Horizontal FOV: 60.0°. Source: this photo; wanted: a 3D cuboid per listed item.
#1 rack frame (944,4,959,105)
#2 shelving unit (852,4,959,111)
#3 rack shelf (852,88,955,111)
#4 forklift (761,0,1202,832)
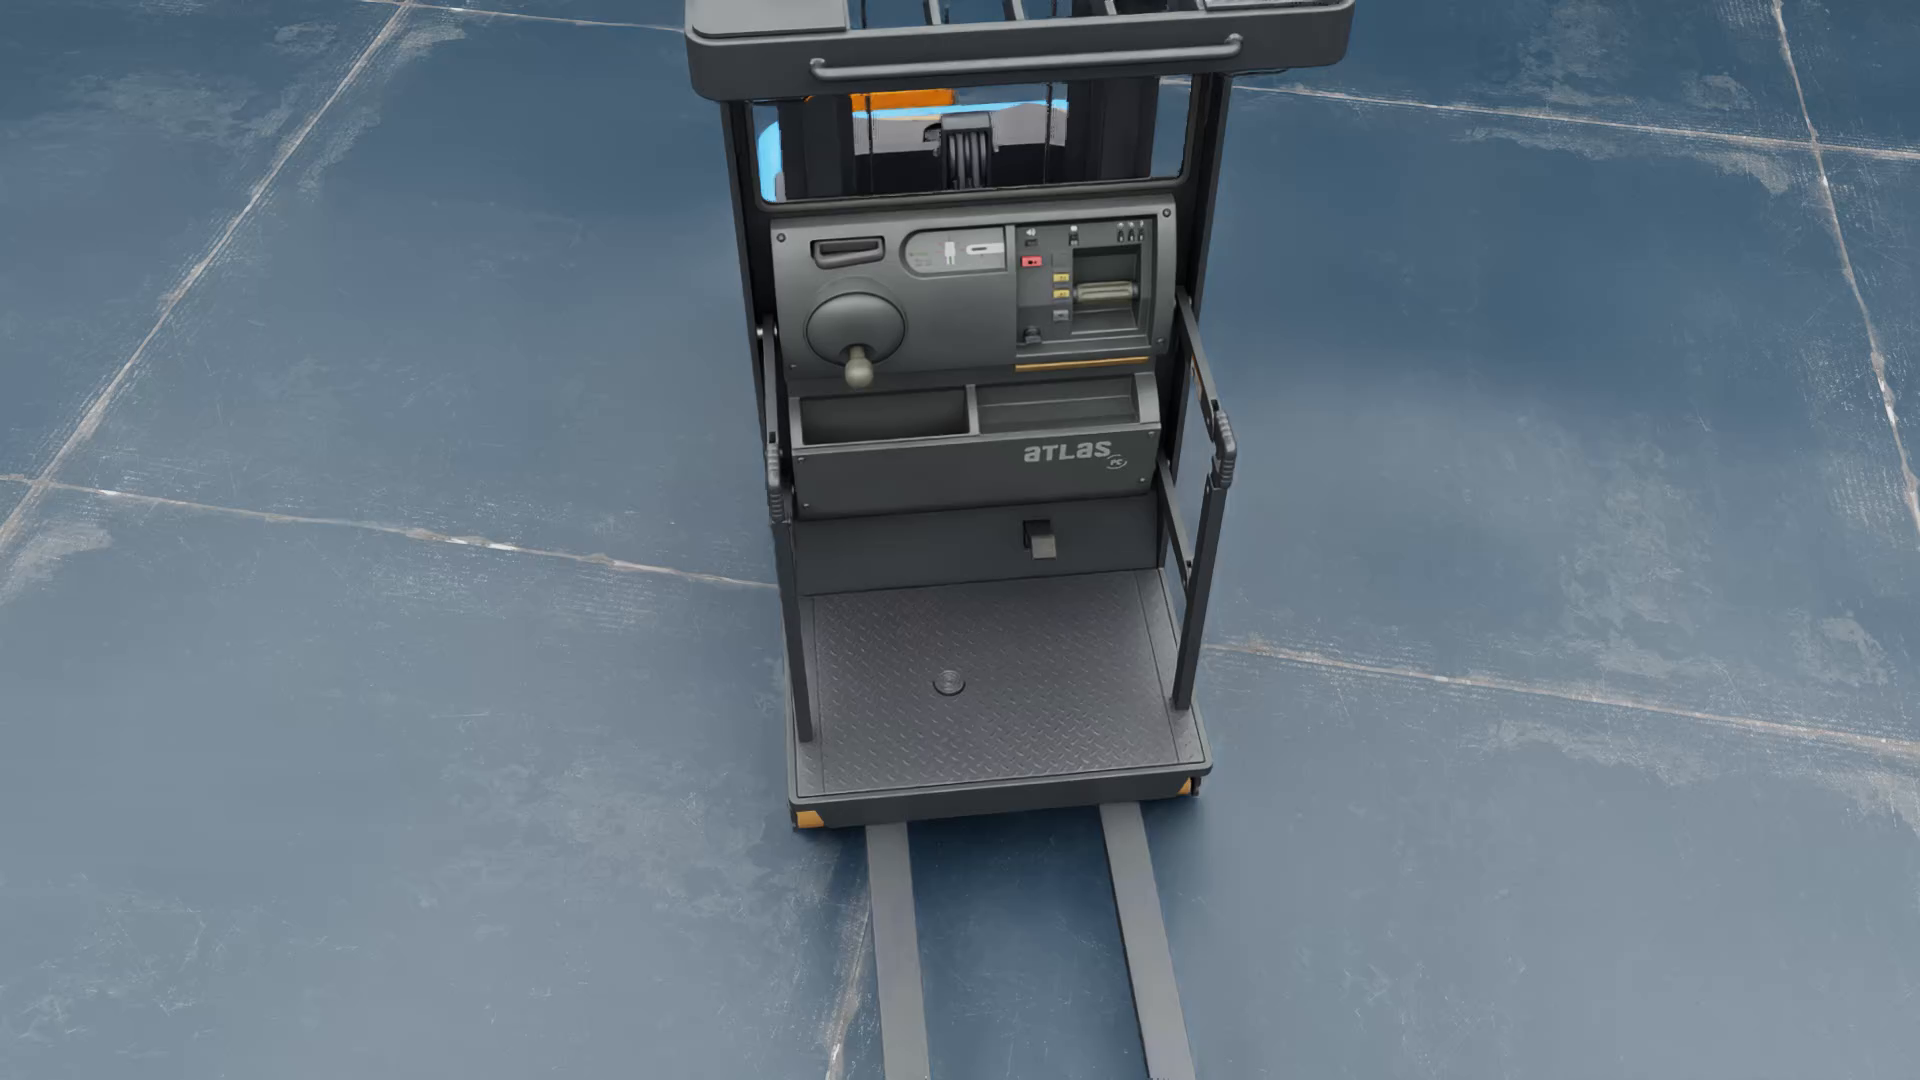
[{"bbox_3d":[-0.025,-1.148,5.469,0.015,1.200,0.240,-5,46,-5],"label":"rack frame"},{"bbox_3d":[-0.267,-1.126,5.449,0.503,1.200,0.258,-5,46,-5],"label":"shelving unit"},{"bbox_3d":[-0.269,-1.398,5.166,0.480,0.148,0.258,-5,46,-5],"label":"rack shelf"},{"bbox_3d":[0.005,-0.854,4.089,1.129,2.867,1.939,-4,48,-4],"label":"forklift"}]
